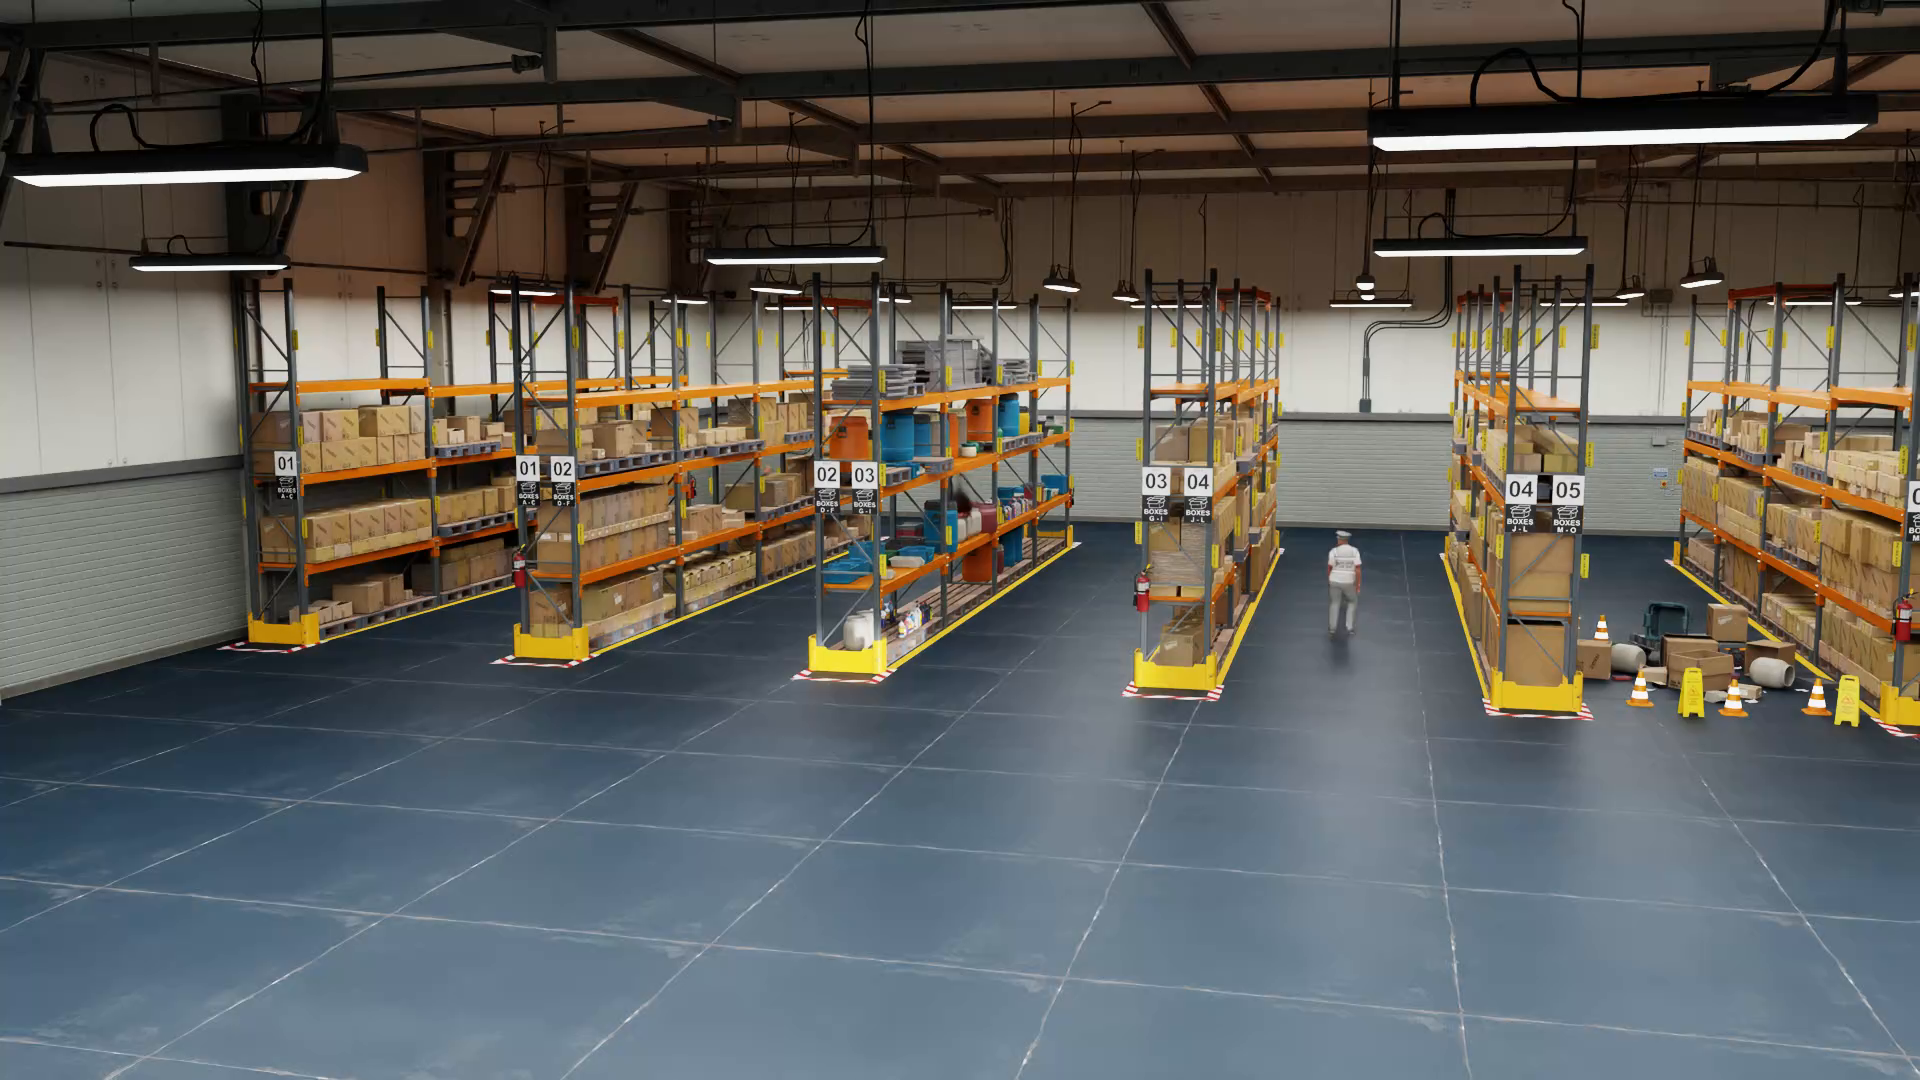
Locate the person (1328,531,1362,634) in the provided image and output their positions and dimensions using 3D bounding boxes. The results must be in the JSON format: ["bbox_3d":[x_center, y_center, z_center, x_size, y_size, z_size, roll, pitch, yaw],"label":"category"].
[{"bbox_3d":[6.551,0.769,28.369,0.587,1.848,0.568,6,9,40],"label":"person"}]

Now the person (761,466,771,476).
[{"bbox_3d":[-5.140,-1.134,44.131,0.676,1.698,0.570,4,8,28],"label":"person"}]
